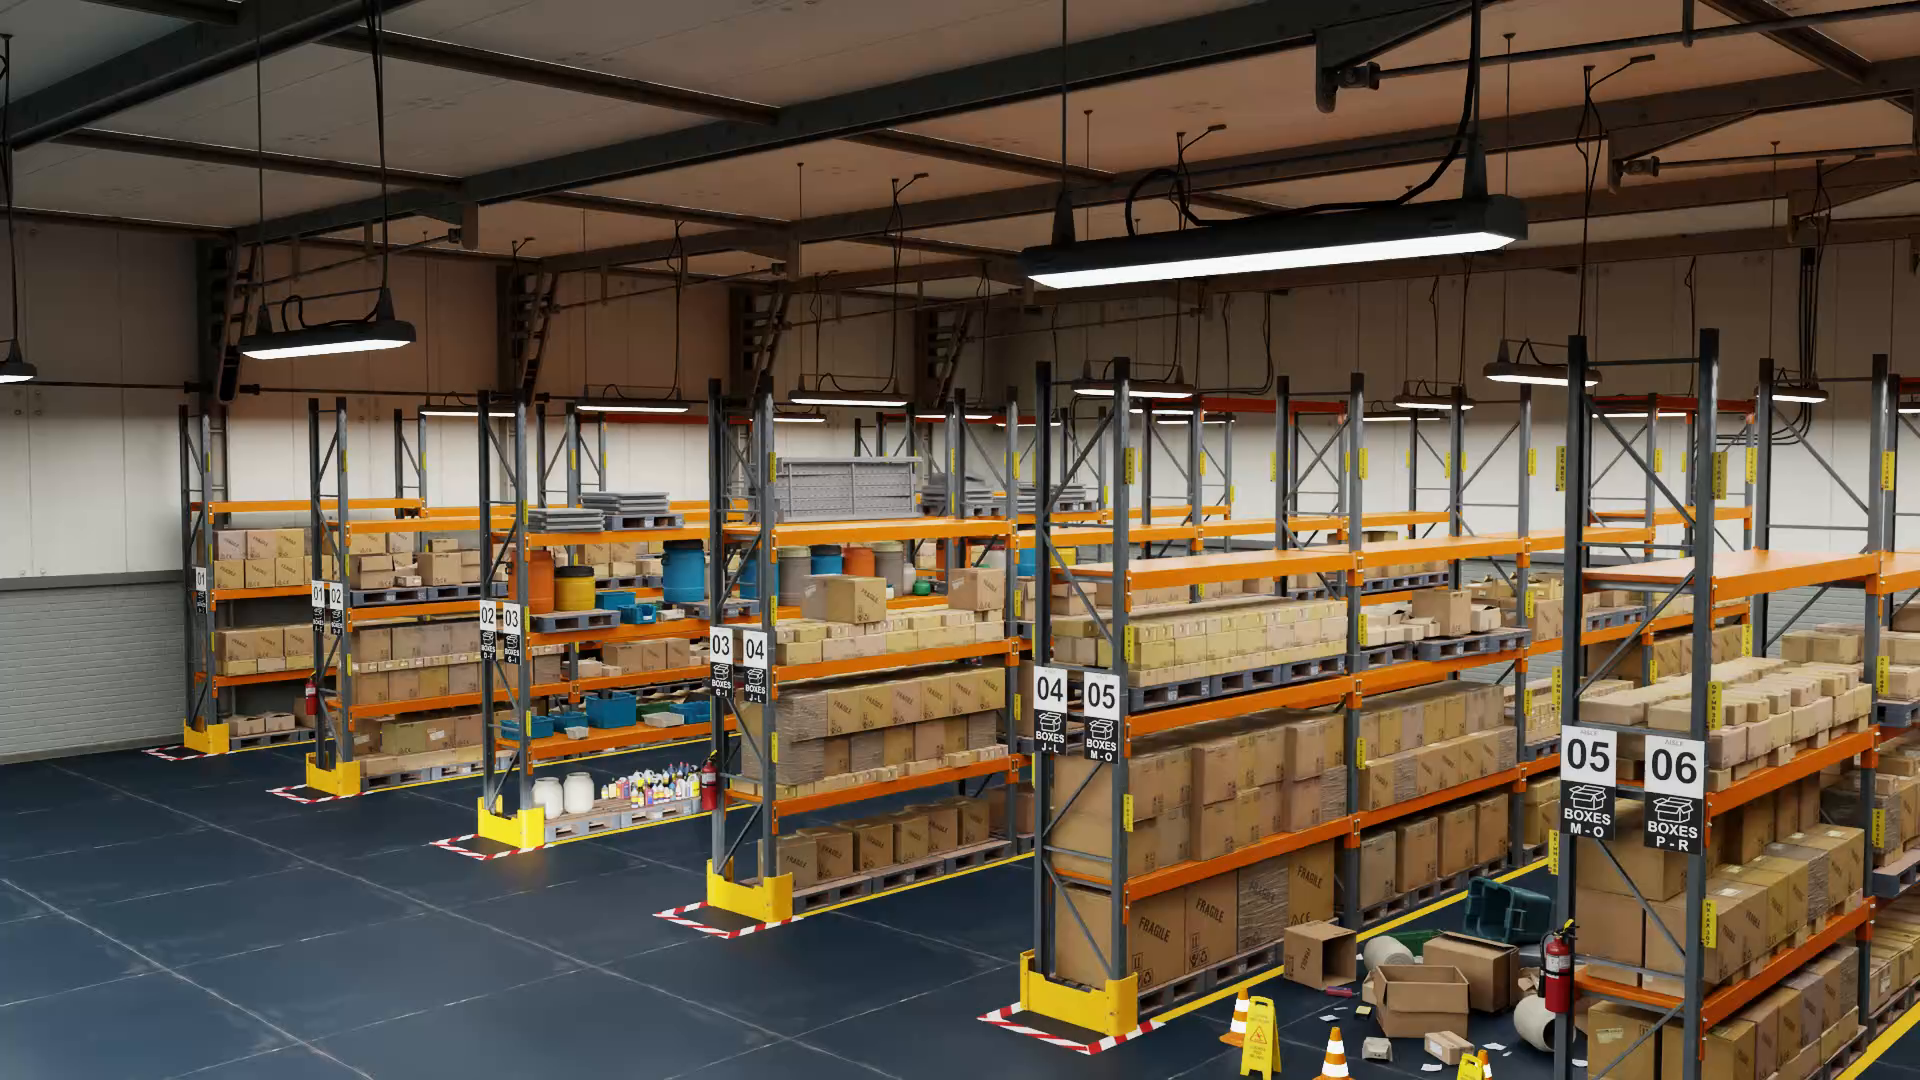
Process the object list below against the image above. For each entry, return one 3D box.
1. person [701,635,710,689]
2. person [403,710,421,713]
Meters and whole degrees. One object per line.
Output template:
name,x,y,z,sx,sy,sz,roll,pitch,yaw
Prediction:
person,-5.058,2.642,33.845,0.602,1.487,0.848,2,3,27
person,-9.329,2.796,28.482,0.724,1.744,0.645,2,4,31
